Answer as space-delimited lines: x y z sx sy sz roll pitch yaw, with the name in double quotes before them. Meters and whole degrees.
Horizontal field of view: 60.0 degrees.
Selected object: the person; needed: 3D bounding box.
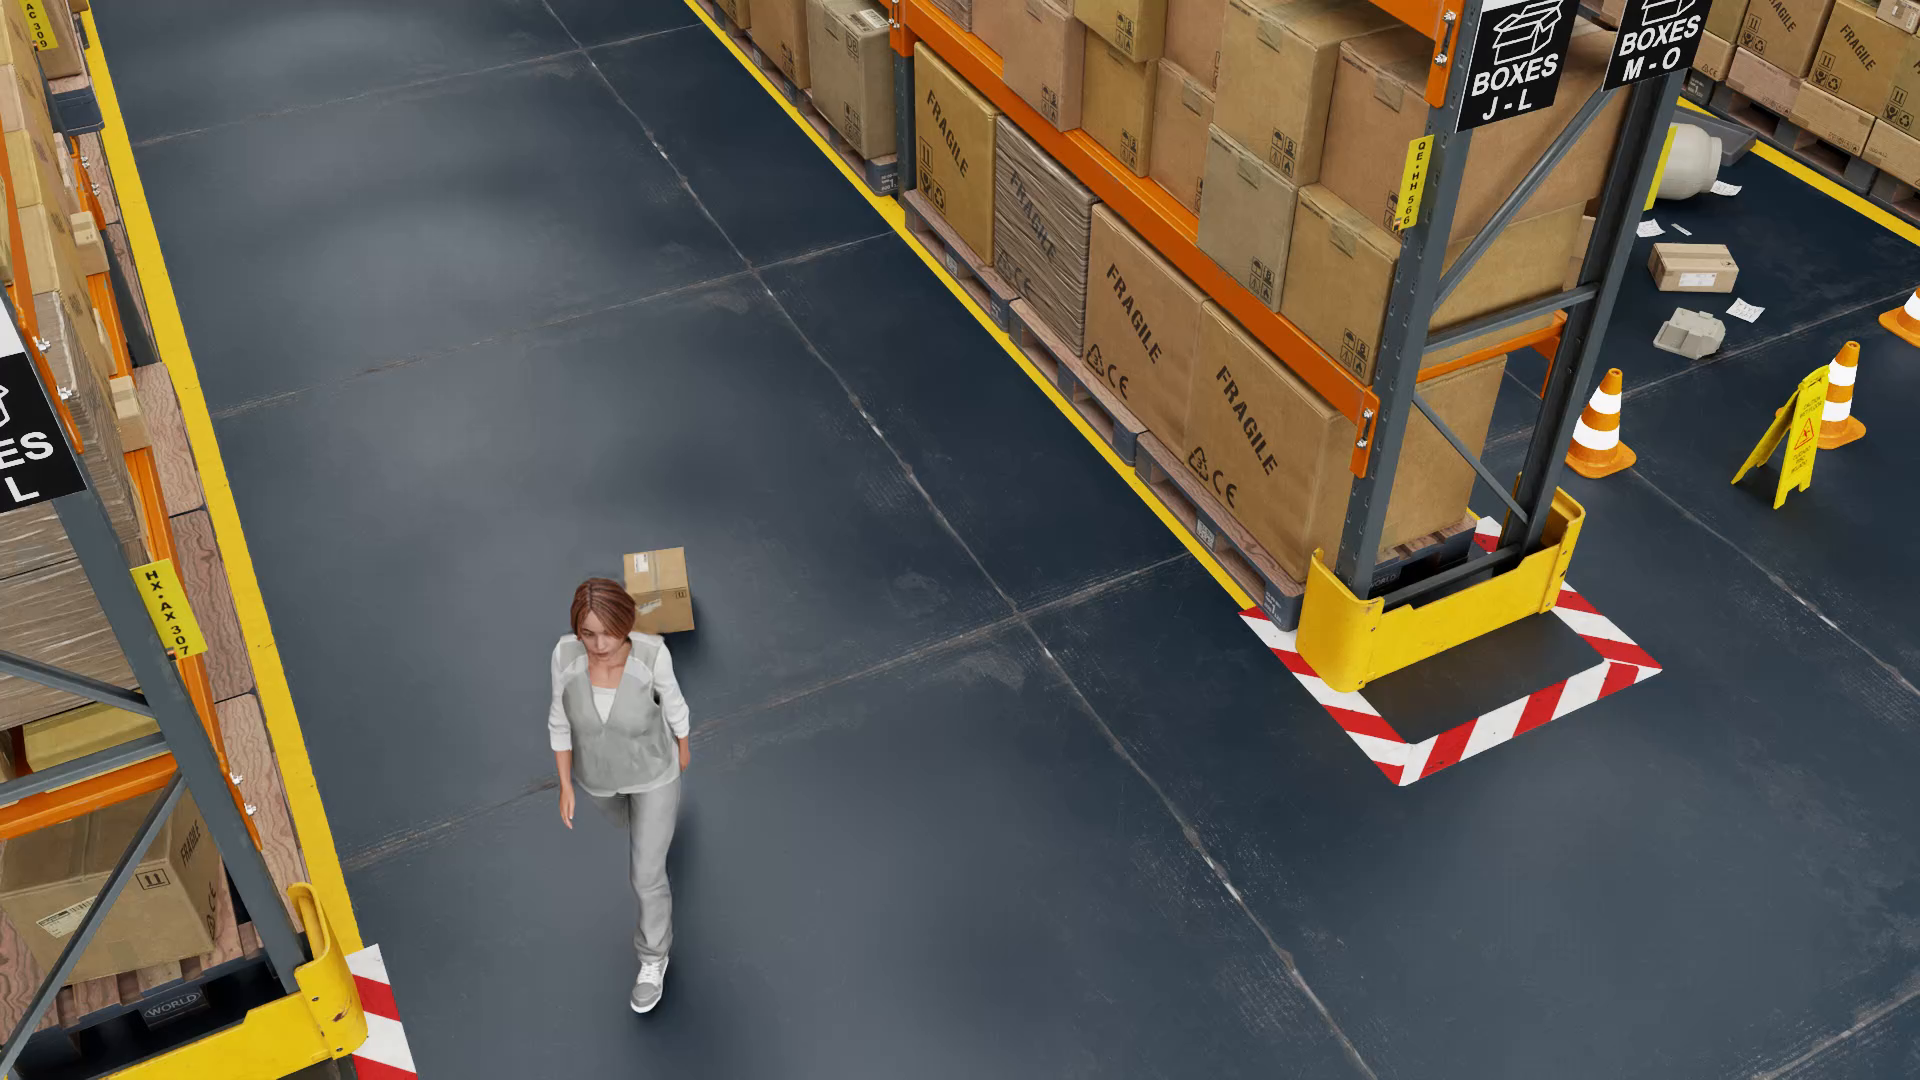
"person" -1.073 0.703 5.369 0.413 1.545 0.929 4 42 5
